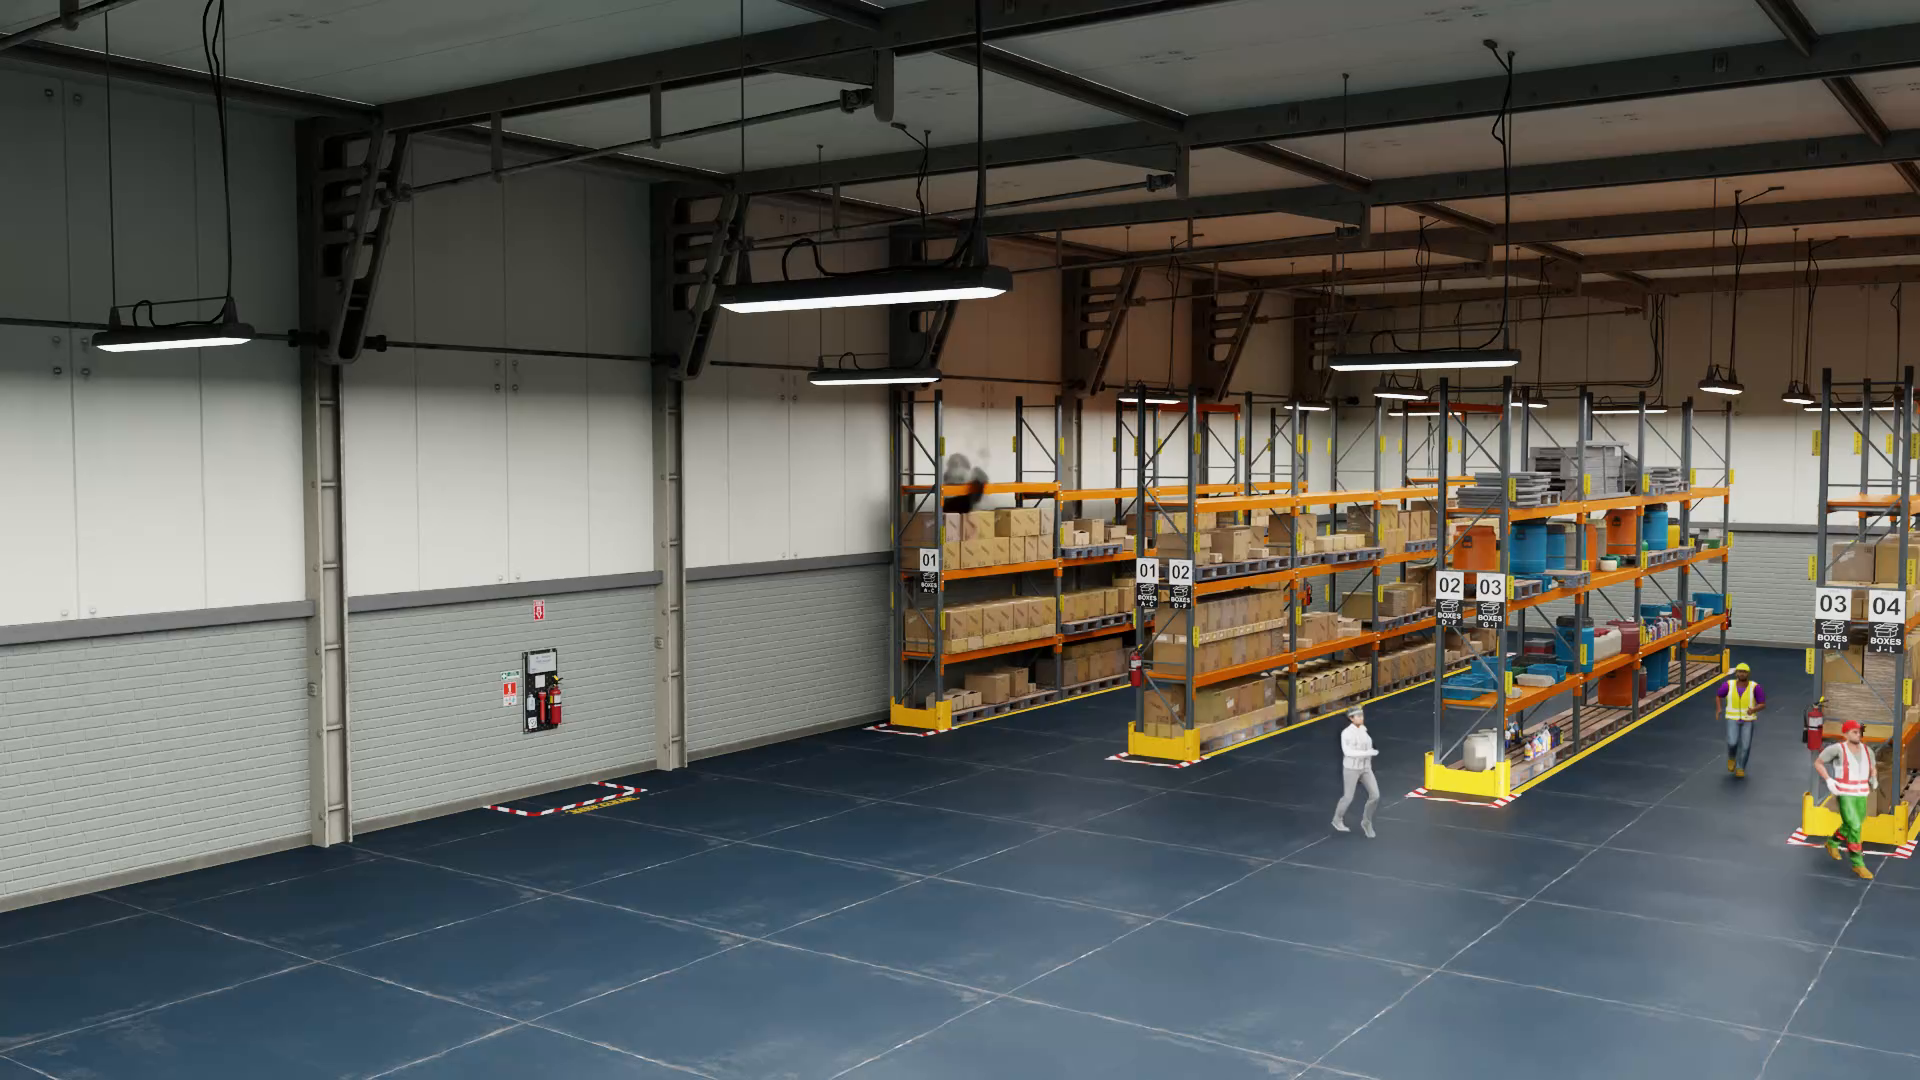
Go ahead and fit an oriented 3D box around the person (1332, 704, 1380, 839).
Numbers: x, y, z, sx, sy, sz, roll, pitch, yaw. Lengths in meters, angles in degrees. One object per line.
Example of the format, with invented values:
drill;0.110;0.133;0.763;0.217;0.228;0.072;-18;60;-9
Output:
person;5.098;2.969;21.294;0.594;1.752;0.720;-2;4;-32

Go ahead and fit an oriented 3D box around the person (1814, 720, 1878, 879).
person;10.461;3.001;19.574;0.668;1.789;0.889;0;3;-8

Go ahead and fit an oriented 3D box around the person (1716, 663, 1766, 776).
person;11.775;2.718;25.105;0.692;1.724;0.607;2;4;26
